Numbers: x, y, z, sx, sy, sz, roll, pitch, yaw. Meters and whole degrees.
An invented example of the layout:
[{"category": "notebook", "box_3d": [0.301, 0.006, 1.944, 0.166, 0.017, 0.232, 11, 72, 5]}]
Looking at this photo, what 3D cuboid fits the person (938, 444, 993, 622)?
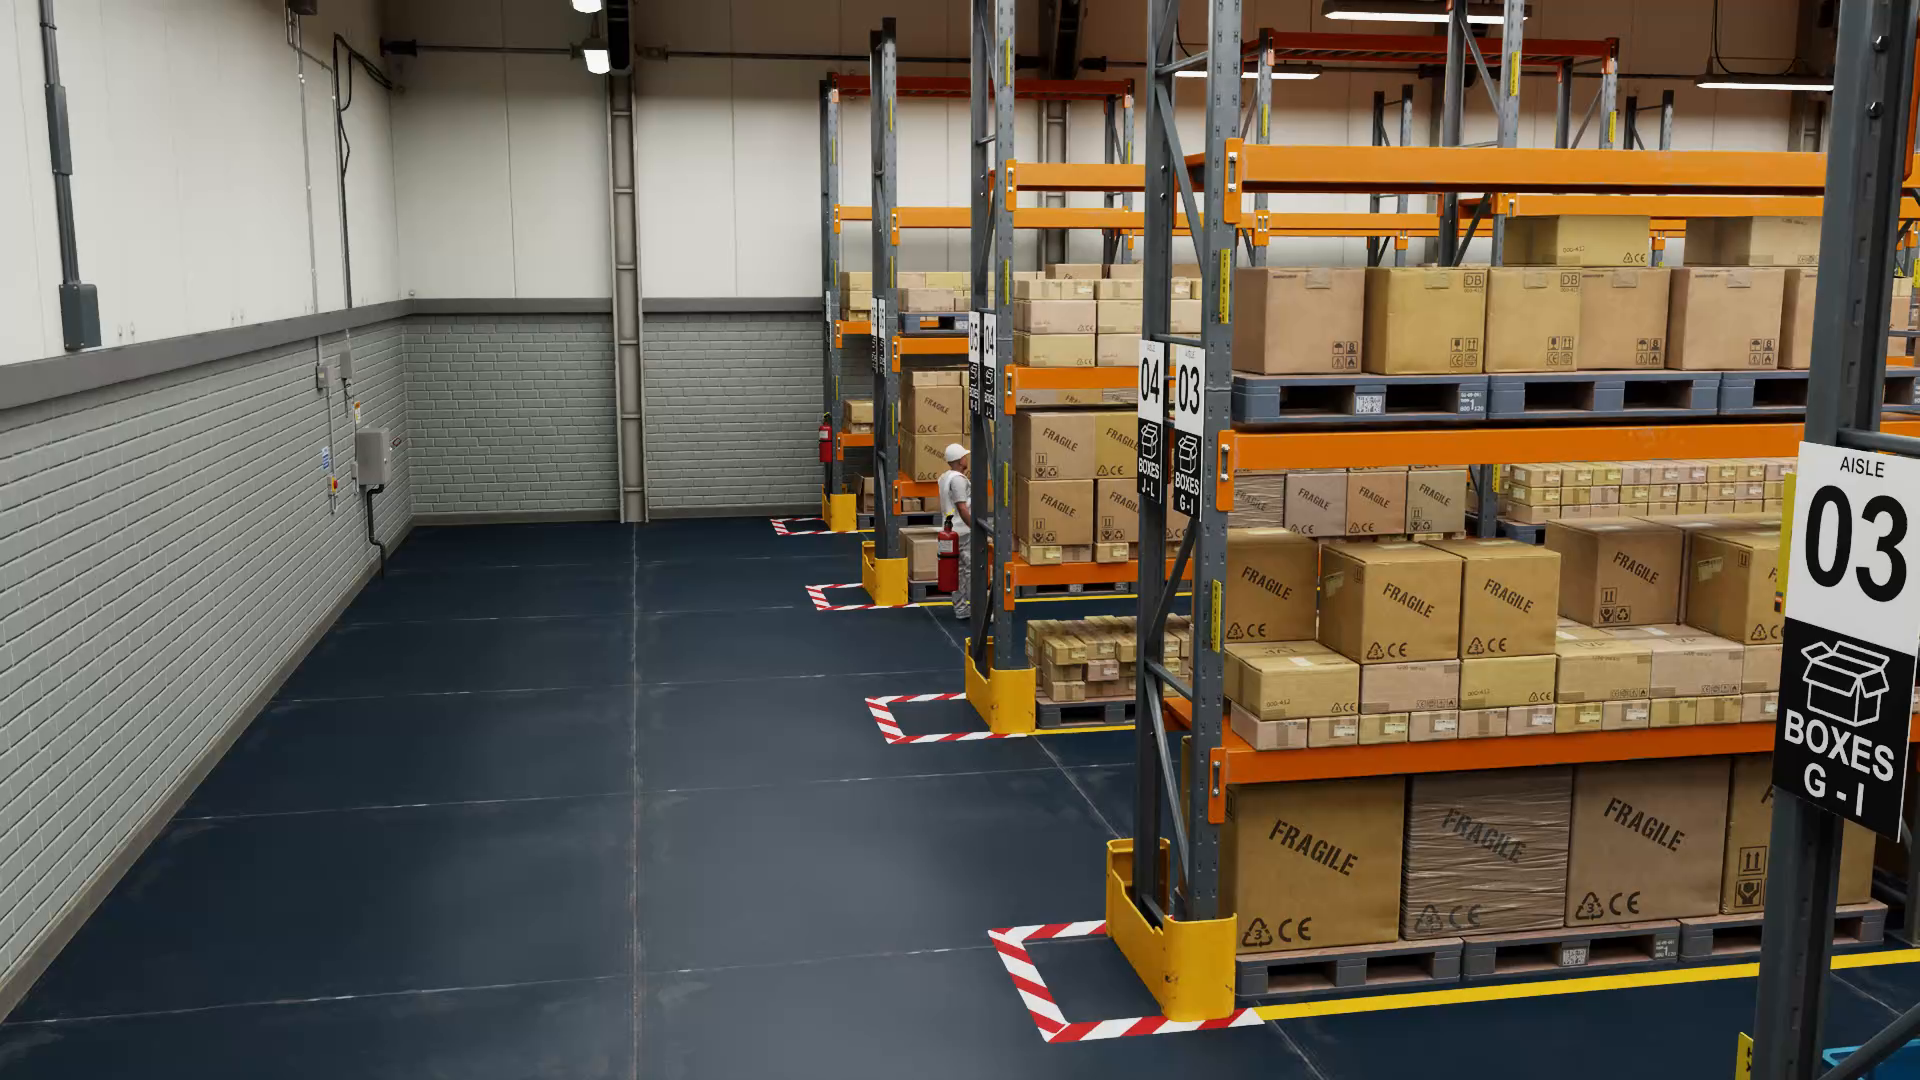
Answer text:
[{"category": "person", "box_3d": [0.091, -0.083, 16.767, 0.576, 1.784, 0.656, -3, 10, -18]}]
